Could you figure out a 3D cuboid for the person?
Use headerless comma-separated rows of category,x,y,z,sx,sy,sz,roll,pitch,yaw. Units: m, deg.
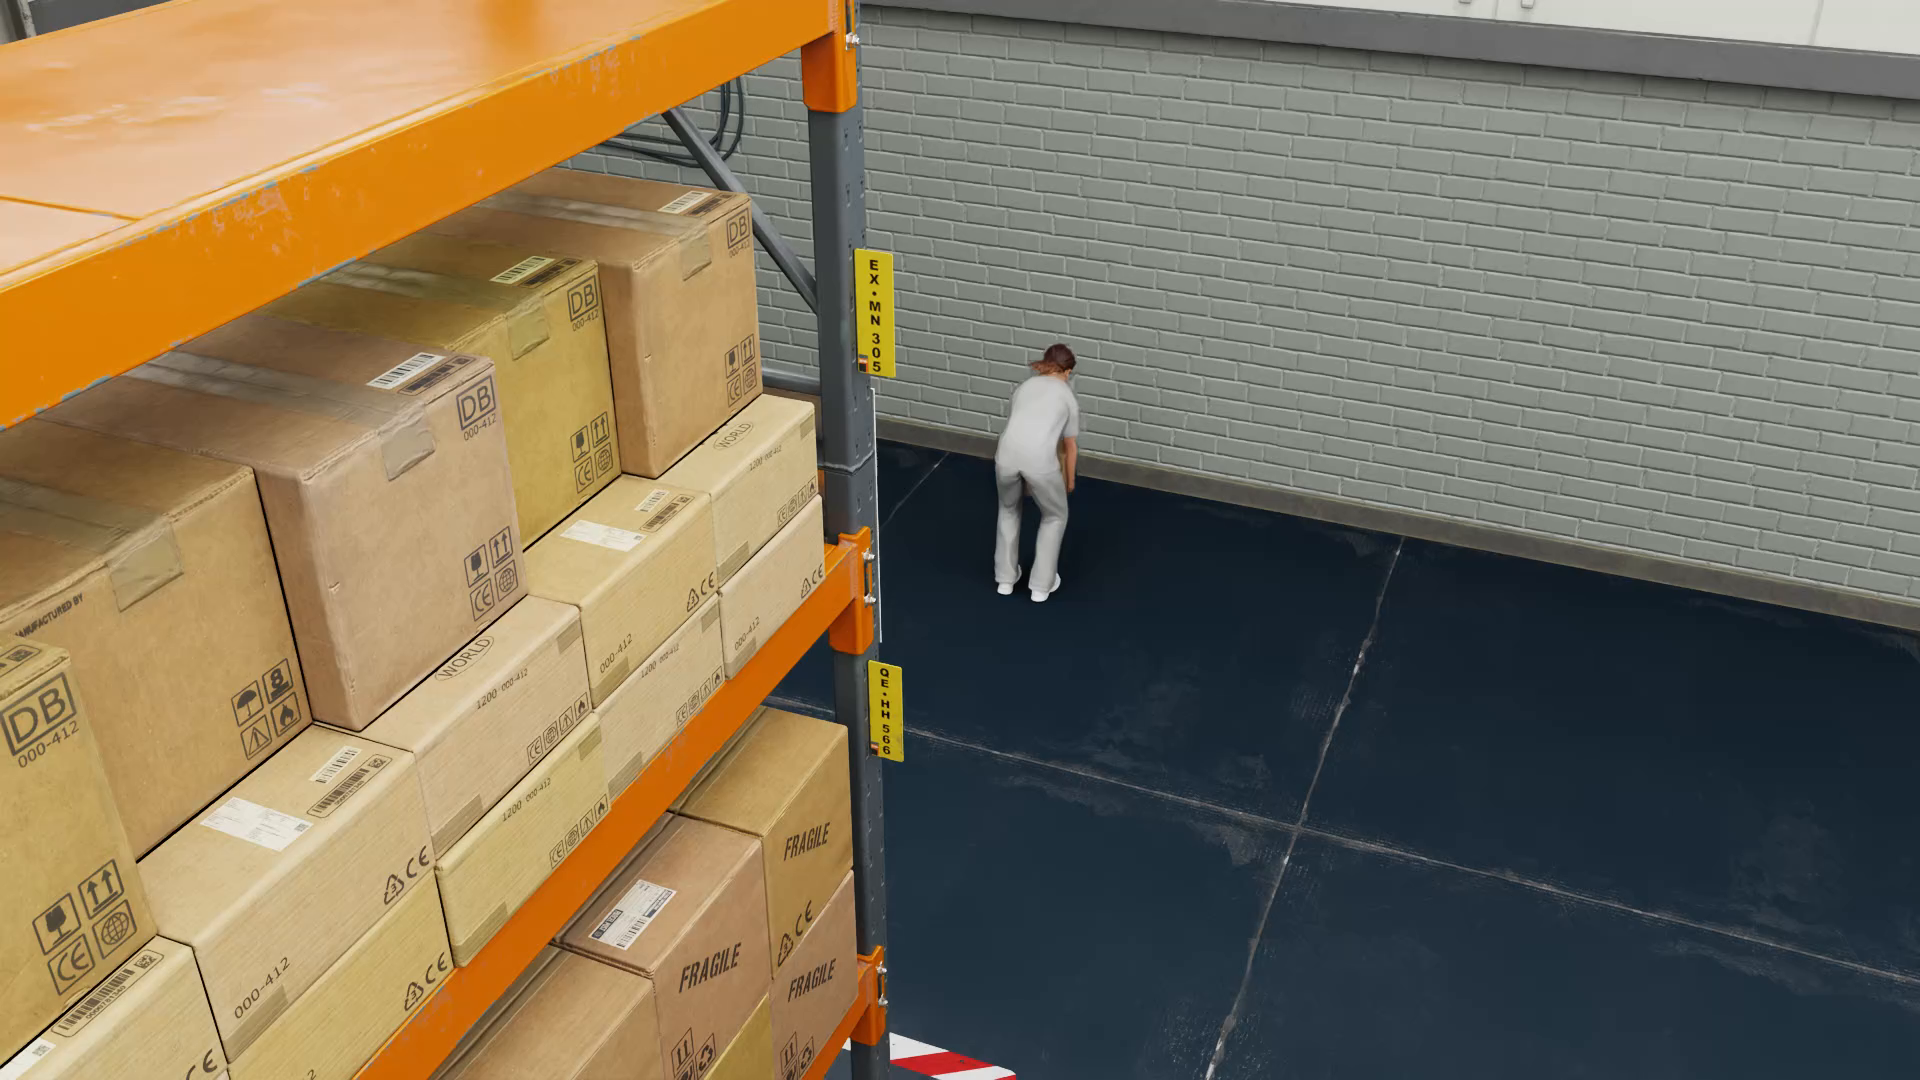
person,0.460,-0.388,9.441,0.410,1.315,0.812,11,31,18
